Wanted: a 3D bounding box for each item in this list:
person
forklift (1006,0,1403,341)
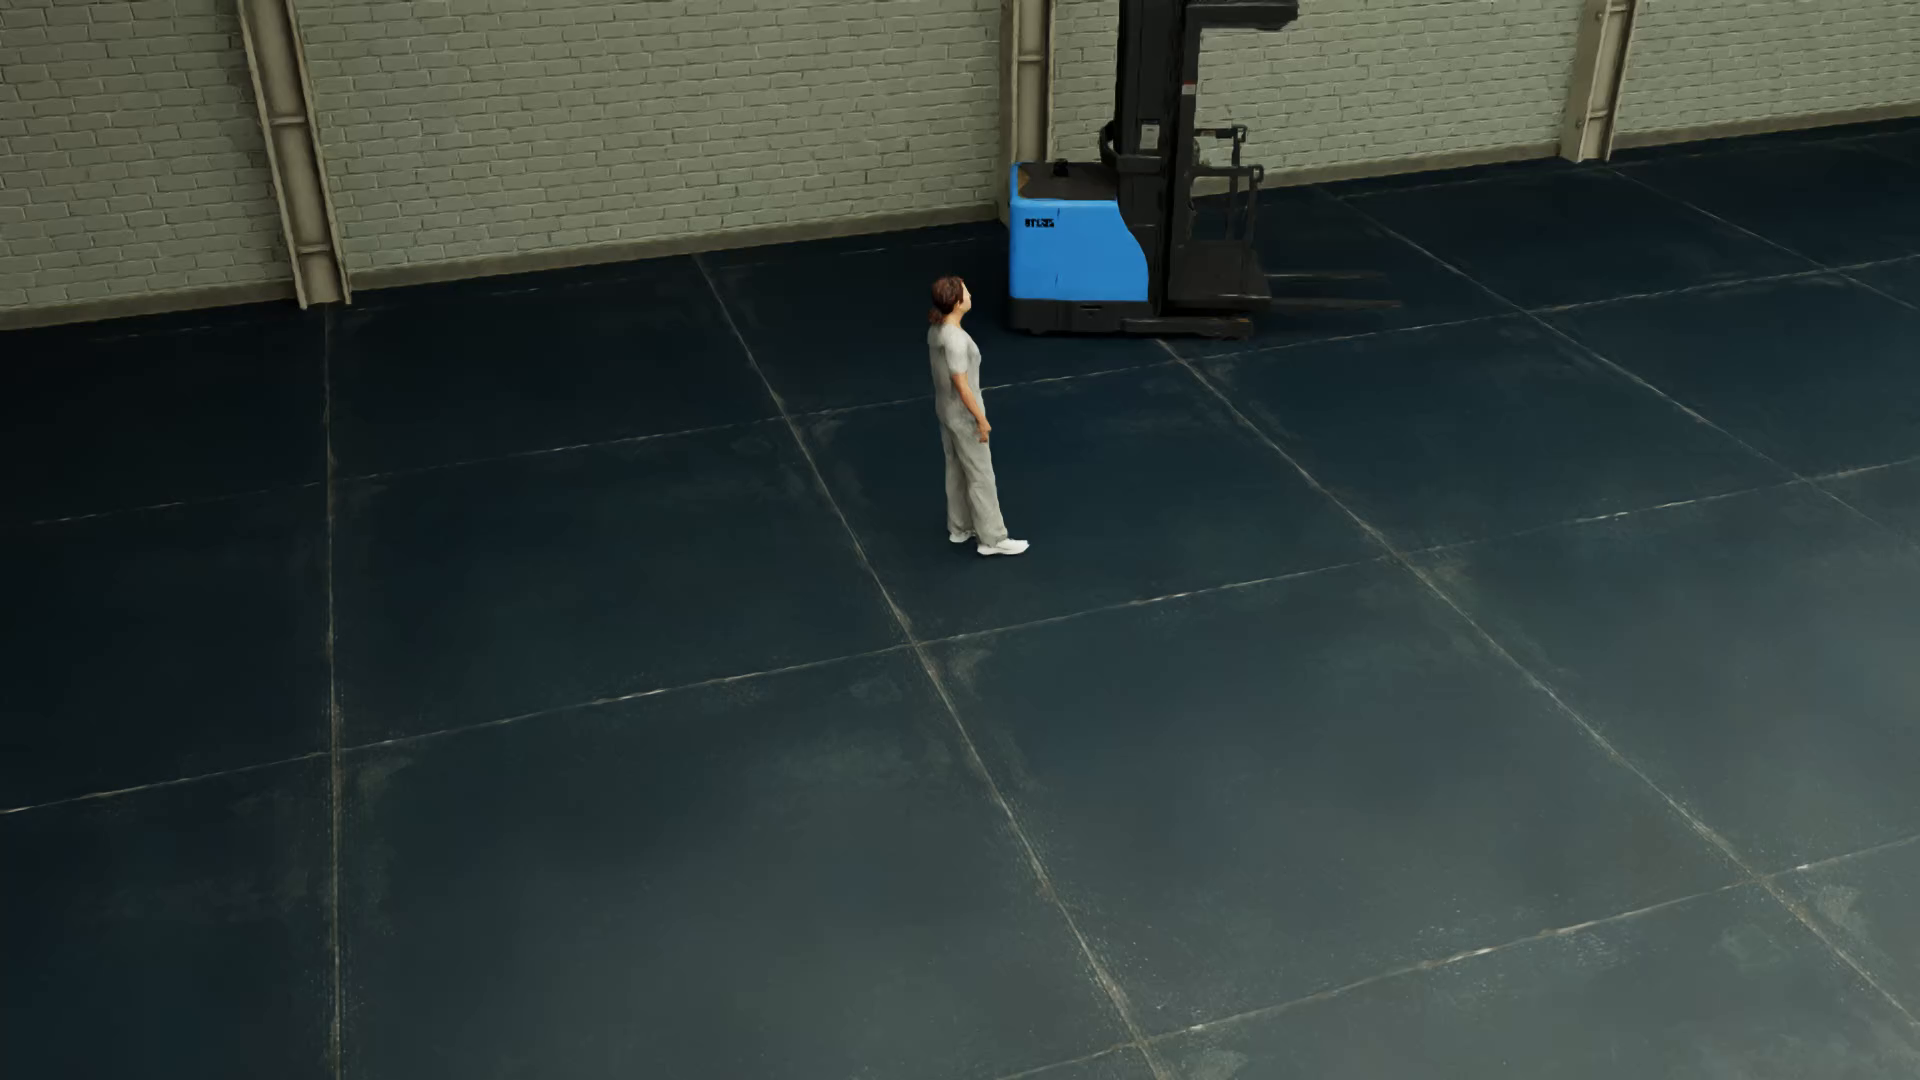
[{"bbox_3d":[0.074,-0.738,9.614,0.548,1.674,0.550,-10,31,-16],"label":"person"},{"bbox_3d":[1.881,-3.058,12.402,3.031,2.935,1.130,1,30,1],"label":"forklift"}]
